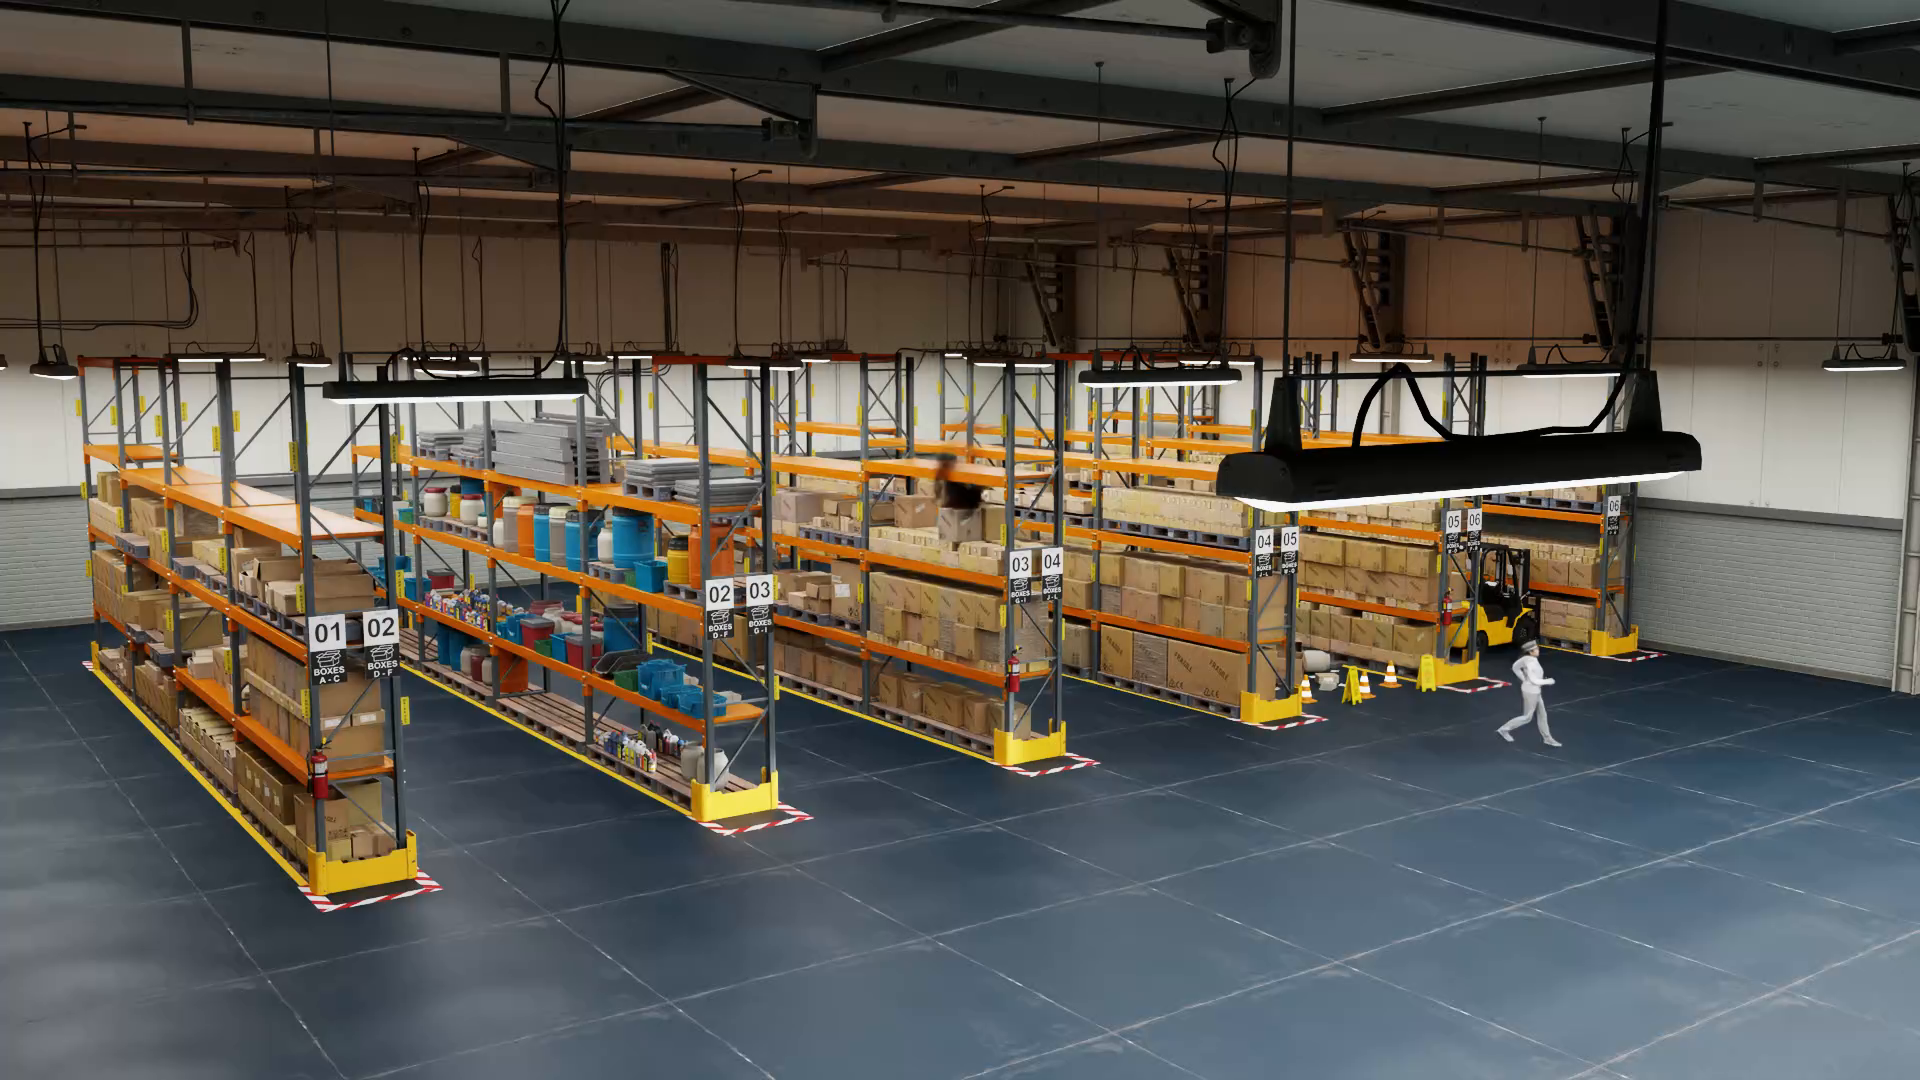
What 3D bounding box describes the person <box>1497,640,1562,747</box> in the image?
[{"bbox_3d":[8.846,2.370,25.746,0.984,1.678,0.625,1,7,11],"label":"person"}]
